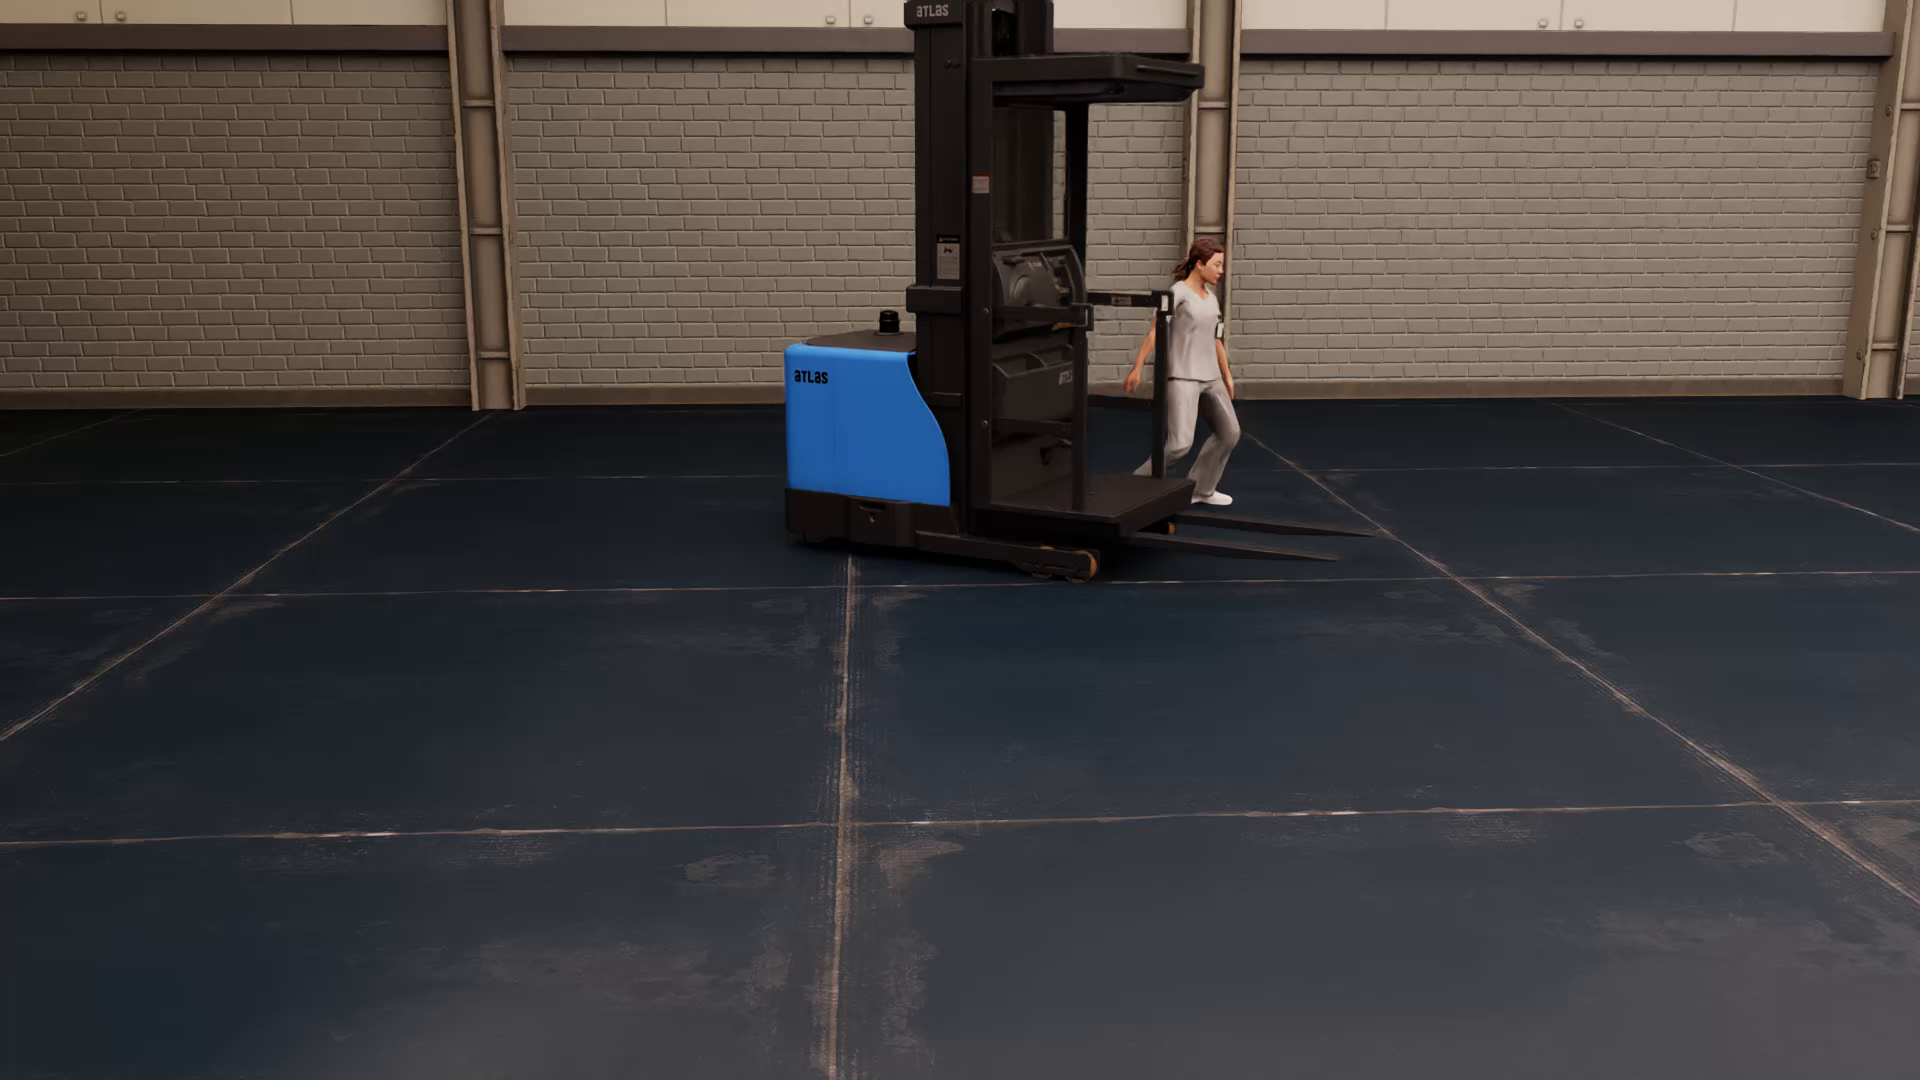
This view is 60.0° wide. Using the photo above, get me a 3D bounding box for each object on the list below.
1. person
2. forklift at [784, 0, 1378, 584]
[{"bbox_3d":[1.294,-0.955,9.759,0.781,1.591,0.484,-9,16,-36],"label":"person"},{"bbox_3d":[0.590,-1.347,8.411,3.031,2.935,1.130,7,15,29],"label":"forklift"}]
